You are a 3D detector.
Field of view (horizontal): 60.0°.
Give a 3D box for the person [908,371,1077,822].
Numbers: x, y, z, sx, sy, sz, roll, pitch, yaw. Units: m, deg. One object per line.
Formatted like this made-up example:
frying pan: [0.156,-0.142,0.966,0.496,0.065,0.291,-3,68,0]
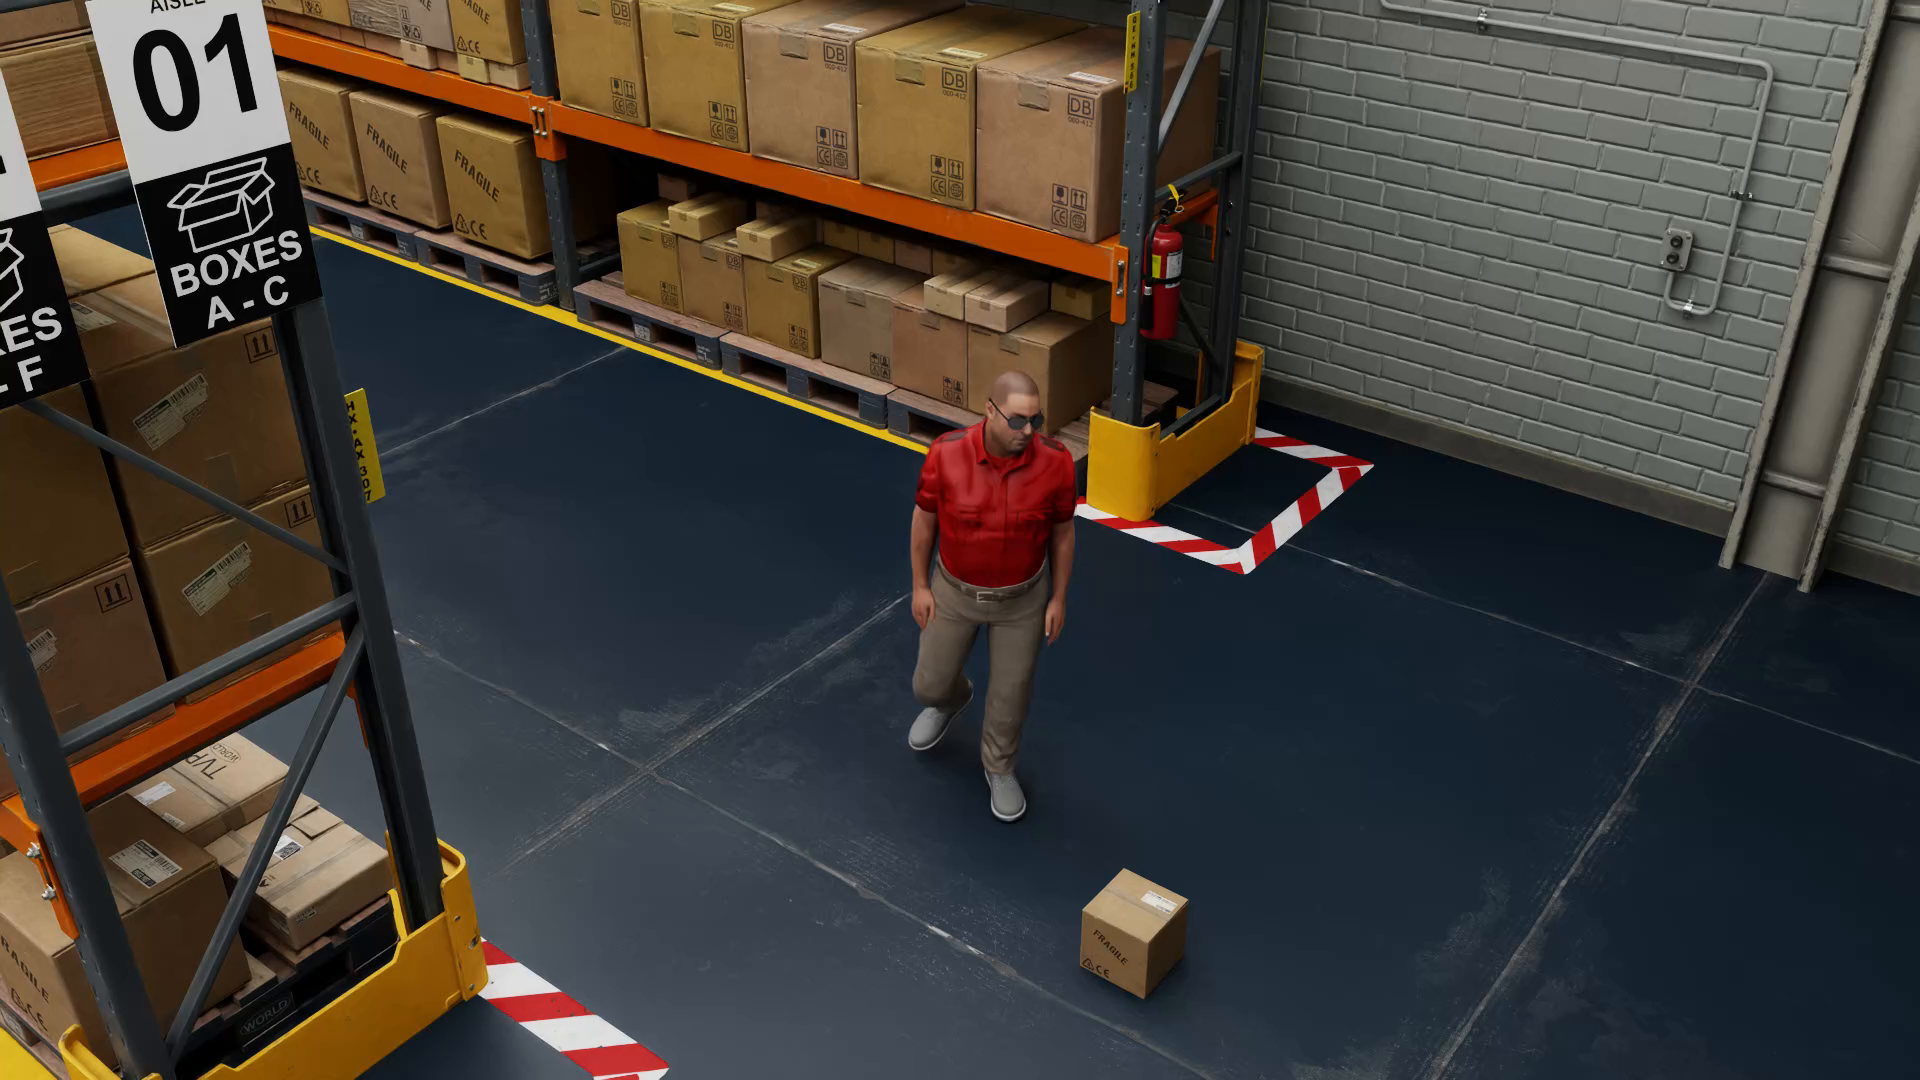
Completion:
person: [0.098,0.149,5.880,0.595,1.724,0.588,0,31,0]
